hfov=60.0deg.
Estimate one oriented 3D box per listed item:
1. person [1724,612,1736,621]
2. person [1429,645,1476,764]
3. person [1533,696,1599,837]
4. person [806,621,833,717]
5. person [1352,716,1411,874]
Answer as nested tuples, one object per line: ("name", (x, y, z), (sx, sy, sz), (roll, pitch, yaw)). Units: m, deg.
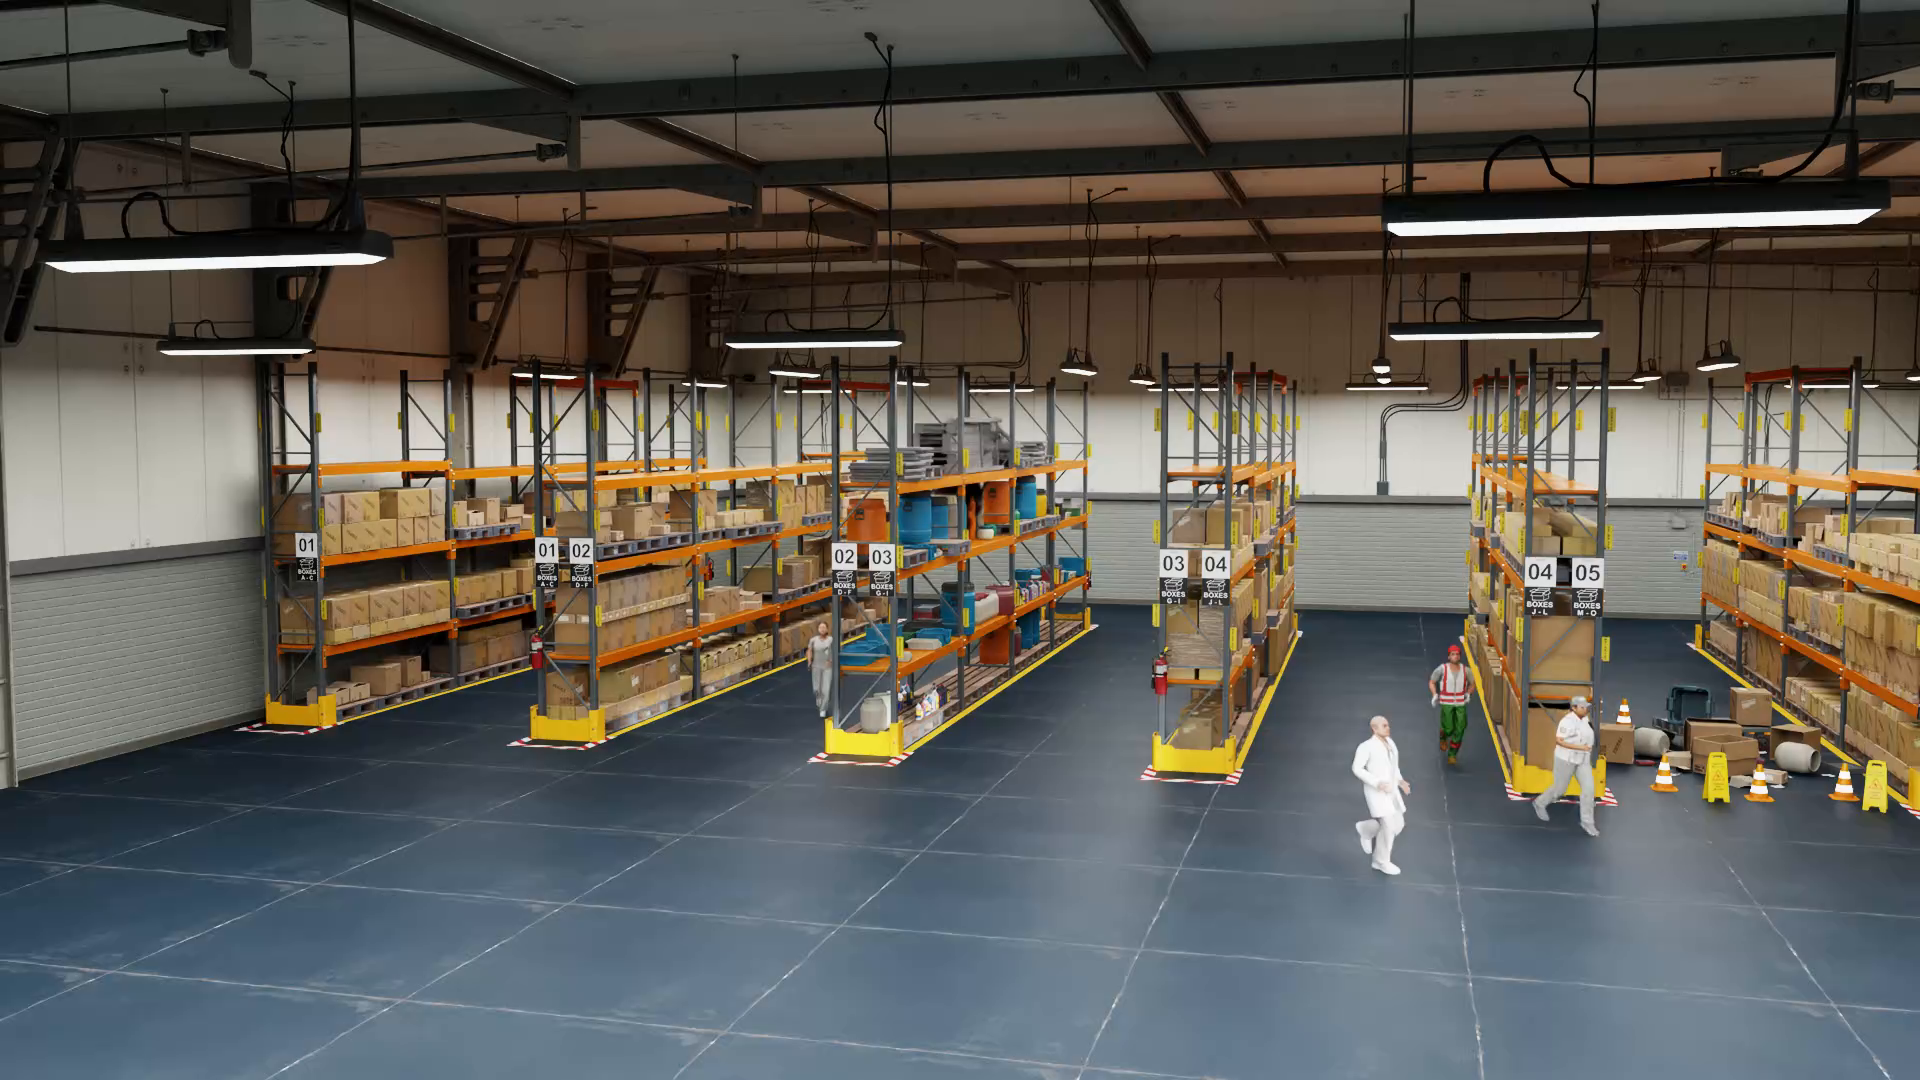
("person", (17.579, 1.498, 37.815), (0.629, 1.686, 0.843), (-4, 6, -44))
("person", (7.260, 2.416, 24.463), (0.658, 1.737, 0.572), (0, 4, 6))
("person", (7.528, 2.736, 20.499), (0.605, 1.678, 0.928), (-2, 4, -26))
("person", (-2.350, 2.210, 28.406), (0.571, 1.603, 0.564), (0, 4, 1))
("person", (4.670, 2.834, 18.646), (0.712, 1.739, 0.652), (-3, 5, -40))
